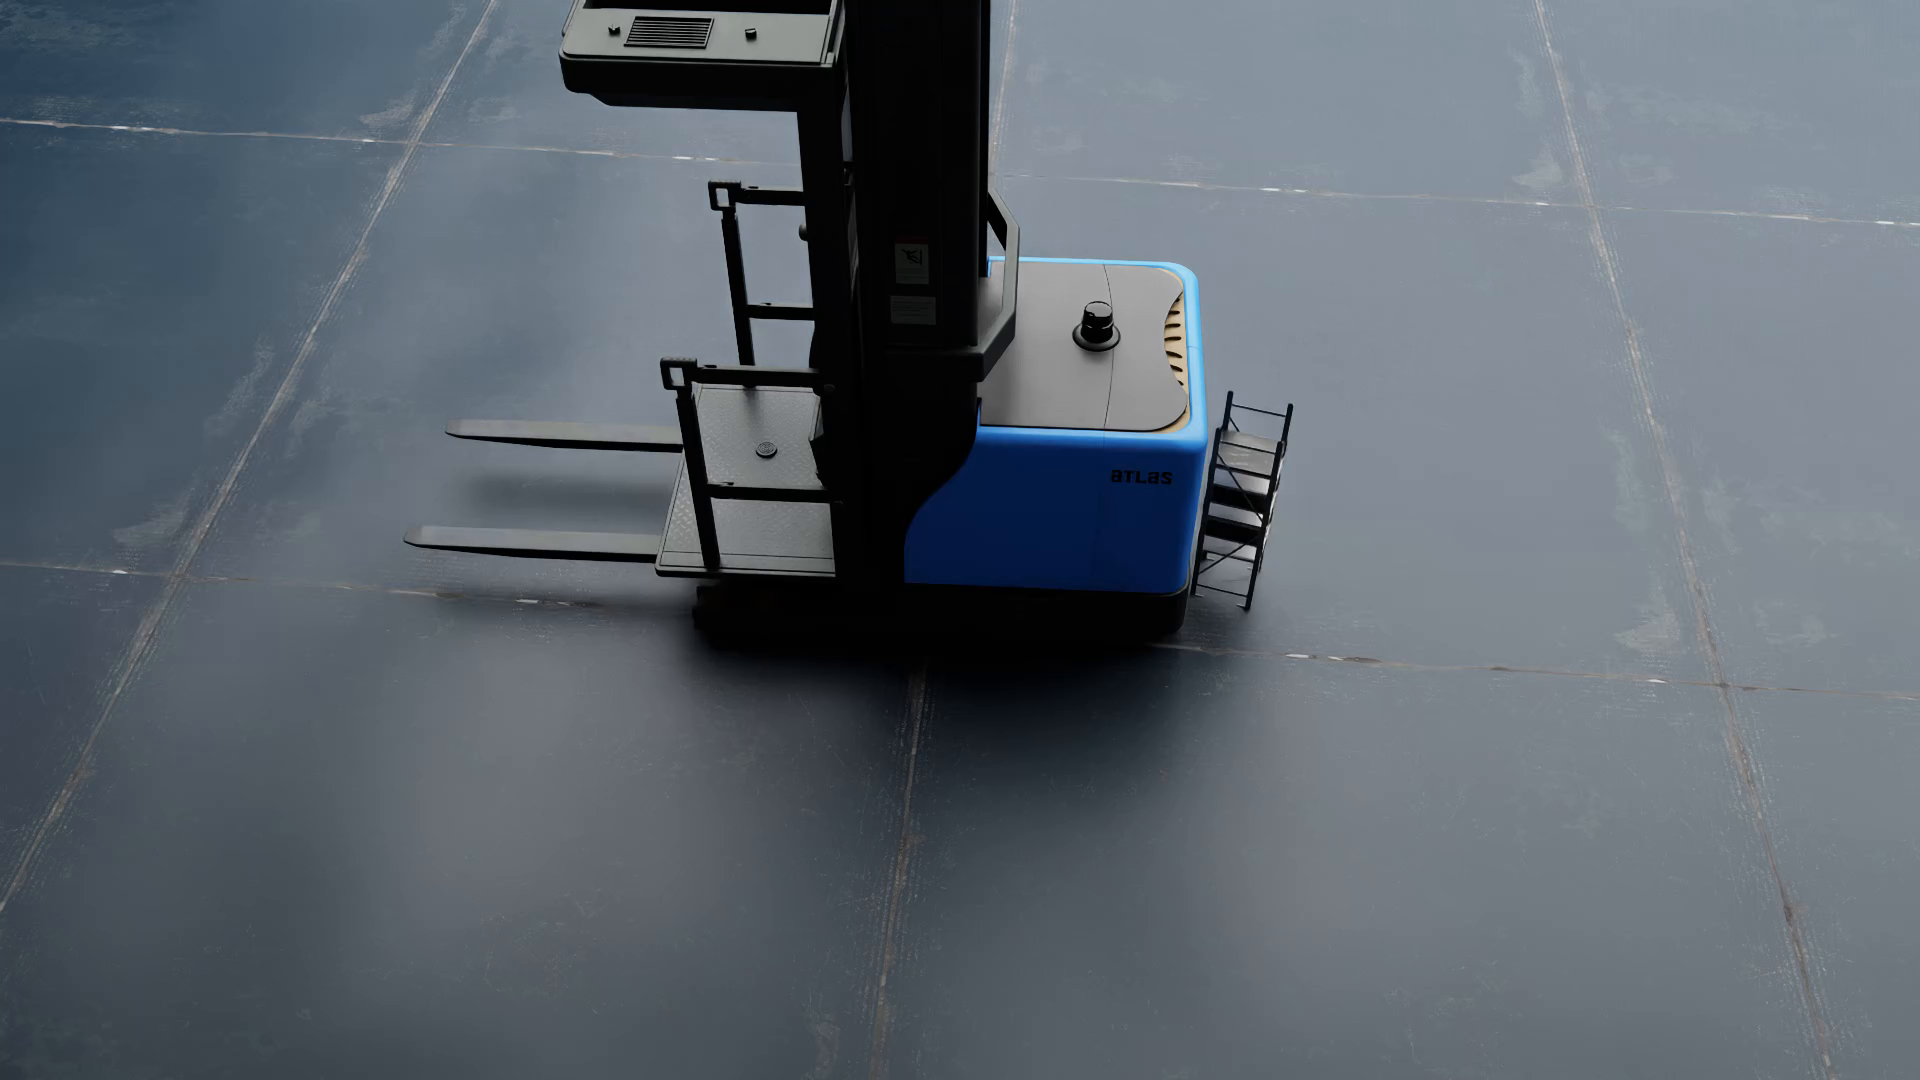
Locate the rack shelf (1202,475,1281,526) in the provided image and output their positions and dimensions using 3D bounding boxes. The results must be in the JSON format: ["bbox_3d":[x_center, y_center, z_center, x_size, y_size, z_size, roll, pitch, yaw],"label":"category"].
[{"bbox_3d":[1.053,-0.175,6.223,0.258,0.077,0.200,14,49,12],"label":"rack shelf"}]

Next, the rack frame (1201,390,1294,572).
[{"bbox_3d":[1.085,-0.208,6.330,0.240,0.900,0.006,14,49,12],"label":"rack frame"}]

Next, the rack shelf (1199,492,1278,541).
[{"bbox_3d":[1.053,-0.114,6.289,0.258,0.077,0.200,14,49,12],"label":"rack shelf"}]

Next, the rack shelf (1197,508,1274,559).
[{"bbox_3d":[1.053,-0.053,6.355,0.258,0.077,0.200,14,49,12],"label":"rack shelf"}]

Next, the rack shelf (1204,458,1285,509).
[{"bbox_3d":[1.053,-0.236,6.157,0.258,0.077,0.200,14,49,12],"label":"rack shelf"}]

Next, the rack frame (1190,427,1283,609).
[{"bbox_3d":[1.022,-0.066,6.199,0.240,0.900,0.006,14,49,12],"label":"rack frame"}]

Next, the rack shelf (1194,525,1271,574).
[{"bbox_3d":[1.053,0.008,6.421,0.258,0.077,0.200,14,49,12],"label":"rack shelf"}]

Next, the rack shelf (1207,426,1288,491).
[{"bbox_3d":[1.054,-0.298,6.091,0.258,0.077,0.200,14,49,12],"label":"rack shelf"}]

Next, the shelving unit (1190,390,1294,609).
[{"bbox_3d":[1.053,-0.137,6.265,0.258,0.900,0.210,14,49,12],"label":"shelving unit"}]

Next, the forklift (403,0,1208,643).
[{"bbox_3d":[-0.629,-1.016,5.693,3.031,2.935,1.130,2,48,2],"label":"forklift"}]
